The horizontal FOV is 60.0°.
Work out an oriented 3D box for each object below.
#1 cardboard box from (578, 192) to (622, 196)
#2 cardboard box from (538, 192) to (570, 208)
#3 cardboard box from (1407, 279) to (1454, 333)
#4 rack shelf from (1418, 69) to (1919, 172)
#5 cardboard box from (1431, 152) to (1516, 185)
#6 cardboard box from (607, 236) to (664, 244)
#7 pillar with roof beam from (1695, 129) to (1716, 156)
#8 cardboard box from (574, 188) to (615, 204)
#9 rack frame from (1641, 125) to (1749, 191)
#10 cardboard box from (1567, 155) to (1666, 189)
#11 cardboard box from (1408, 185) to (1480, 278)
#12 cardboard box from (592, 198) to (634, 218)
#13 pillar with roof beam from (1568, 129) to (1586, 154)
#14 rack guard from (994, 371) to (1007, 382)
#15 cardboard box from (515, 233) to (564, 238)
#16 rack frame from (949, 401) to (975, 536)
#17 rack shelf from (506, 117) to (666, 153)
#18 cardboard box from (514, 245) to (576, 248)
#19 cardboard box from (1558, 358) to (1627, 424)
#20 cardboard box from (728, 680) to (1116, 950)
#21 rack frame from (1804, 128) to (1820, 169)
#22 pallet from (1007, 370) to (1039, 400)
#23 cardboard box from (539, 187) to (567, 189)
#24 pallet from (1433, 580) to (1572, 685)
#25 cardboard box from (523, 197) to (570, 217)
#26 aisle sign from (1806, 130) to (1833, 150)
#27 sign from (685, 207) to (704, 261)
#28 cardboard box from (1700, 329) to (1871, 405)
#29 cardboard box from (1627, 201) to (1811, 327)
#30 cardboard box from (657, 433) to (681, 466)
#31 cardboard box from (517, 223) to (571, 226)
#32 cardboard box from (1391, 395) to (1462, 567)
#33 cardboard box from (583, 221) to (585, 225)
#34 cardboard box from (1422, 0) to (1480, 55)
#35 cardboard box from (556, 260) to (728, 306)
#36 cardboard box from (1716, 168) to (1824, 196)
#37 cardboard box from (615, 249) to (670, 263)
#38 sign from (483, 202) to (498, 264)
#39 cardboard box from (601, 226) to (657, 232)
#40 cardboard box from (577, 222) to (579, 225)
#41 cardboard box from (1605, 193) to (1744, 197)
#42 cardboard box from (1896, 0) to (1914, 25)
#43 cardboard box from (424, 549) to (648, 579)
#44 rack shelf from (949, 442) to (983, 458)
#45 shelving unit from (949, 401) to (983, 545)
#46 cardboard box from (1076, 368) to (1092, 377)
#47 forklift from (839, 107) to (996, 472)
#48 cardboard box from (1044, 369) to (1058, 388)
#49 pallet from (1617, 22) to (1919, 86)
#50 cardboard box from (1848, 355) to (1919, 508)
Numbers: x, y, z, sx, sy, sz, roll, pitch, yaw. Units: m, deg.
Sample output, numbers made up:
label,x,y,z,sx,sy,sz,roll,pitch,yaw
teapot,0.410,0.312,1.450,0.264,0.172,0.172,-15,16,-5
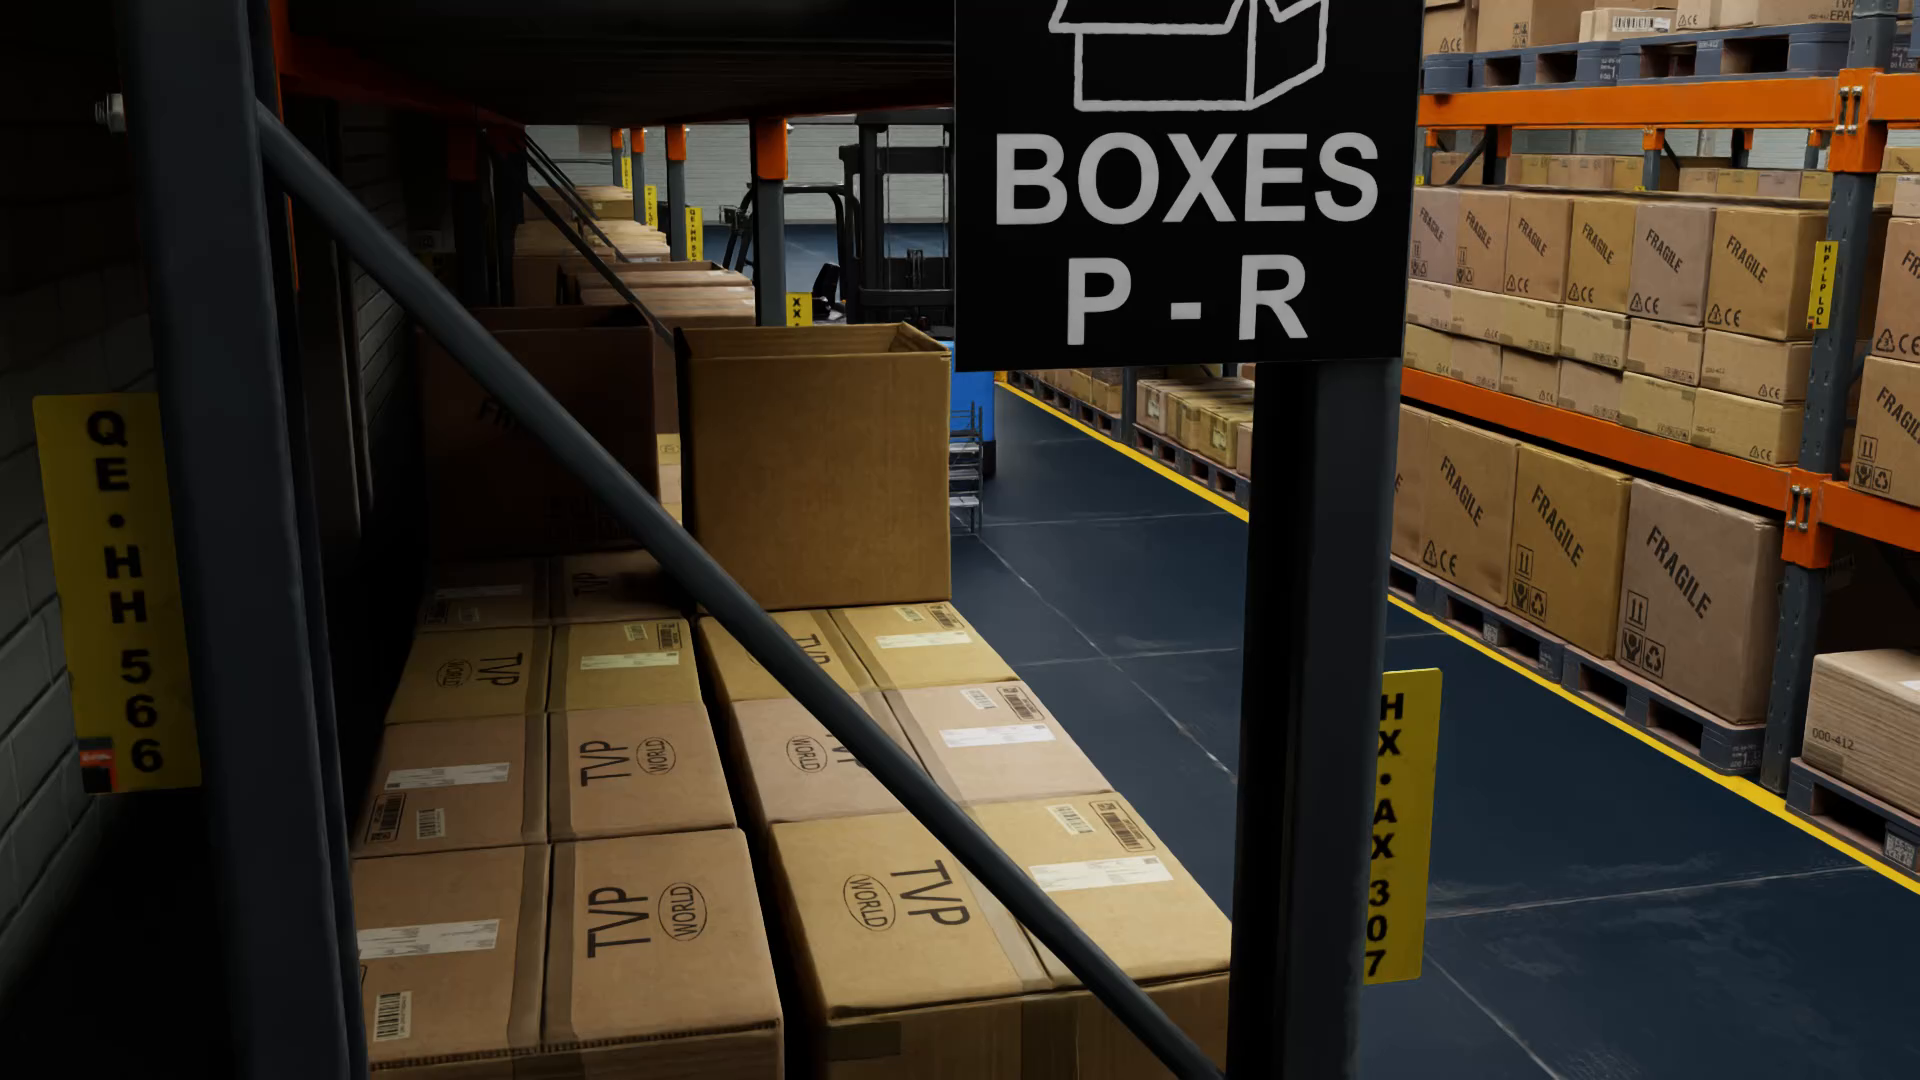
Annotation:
label,x,y,z,sx,sy,sz,roll,pitch,yaw
cardboard box,-3.099,-2.925,14.374,0.380,0.149,0.250,-3,14,-13
cardboard box,-3.600,-2.956,14.502,0.380,0.149,0.250,-3,14,-12
cardboard box,2.830,-1.308,9.225,0.500,0.250,0.500,-3,14,-12
rack shelf,3.301,-2.035,8.130,1.077,0.370,4.000,-3,14,-13
cardboard box,5.789,-4.043,18.563,0.875,0.550,0.550,-3,14,-13
cardboard box,-2.095,-1.862,10.649,0.380,0.149,0.250,-3,14,-12
pillar with roof beam,16.213,-12.712,43.999,9.100,9.000,0.548,-3,14,-13
cardboard box,-3.421,-3.218,15.575,0.380,0.149,0.250,-3,14,-13
rack frame,6.679,-2.610,15.291,1.000,3.000,0.127,-3,14,-13
cardboard box,6.384,-3.415,15.994,0.875,0.550,0.550,-3,14,-13
cardboard box,2.709,-1.795,9.638,0.500,0.500,0.500,-4,14,-15
cardboard box,-2.719,-2.632,13.175,0.380,0.149,0.250,-3,14,-12
pillar with roof beam,14.804,-14.096,49.665,9.100,9.000,0.548,-3,14,-13
rack guard,0.970,-2.002,18.069,1.175,0.500,0.348,-3,14,-13
cardboard box,-2.746,-1.950,11.011,0.380,0.149,0.250,-3,14,-13
rack frame,-0.022,-0.459,10.909,0.240,0.900,0.006,-3,14,-13
rack shelf,-2.463,-2.680,10.772,1.077,0.370,4.000,-3,14,-13
cardboard box,-2.438,-1.656,9.806,0.380,0.149,0.250,-3,14,-13
cardboard box,3.201,-0.717,7.858,0.500,0.250,0.500,-4,14,-15
cardboard box,-0.078,0.427,2.548,0.500,0.250,0.500,-3,14,-13
rack frame,10.585,-3.786,20.105,1.000,3.000,0.127,-3,14,-13
pallet,1.126,-1.672,17.328,1.003,0.211,1.213,-3,14,-13
cardboard box,-3.896,-3.253,15.717,0.380,0.149,0.250,-3,14,-12
pallet,3.226,0.433,8.709,1.003,0.211,1.213,-3,14,-13
cardboard box,-3.320,-2.659,13.285,0.380,0.149,0.250,-4,14,-15
aisle sign,10.279,-5.047,19.786,0.394,0.787,0.004,-3,14,-13
sign,-1.468,-1.667,9.158,0.100,0.325,0.005,-3,14,-13
cardboard box,3.430,-0.724,6.832,0.500,0.250,0.500,-3,14,-13
cardboard box,3.293,-1.208,7.234,0.500,0.500,0.500,-3,14,-12
cardboard box,-0.697,-0.156,4.934,0.500,0.250,0.500,-3,14,-12
cardboard box,-3.047,-2.239,12.196,0.380,0.149,0.250,-4,14,-15
cardboard box,2.912,-0.396,9.821,0.875,0.875,0.875,-3,14,-14
cardboard box,-2.902,-2.604,13.687,0.380,0.149,0.250,-3,14,-13
cardboard box,3.066,-3.021,9.550,0.797,0.503,0.637,-4,14,-17
cardboard box,-1.430,-0.999,7.592,0.797,0.503,0.637,-4,14,-14
cardboard box,6.924,-2.912,14.208,0.700,0.500,0.500,-4,14,-14
cardboard box,-1.782,-1.564,9.433,0.380,0.149,0.250,-3,14,-12
sign,-2.532,-1.642,8.886,0.100,0.325,0.005,-3,14,-13
cardboard box,-2.361,-2.160,11.869,0.380,0.149,0.250,-4,14,-15
cardboard box,-3.268,-2.668,15.315,0.500,0.500,0.500,-4,14,-14
cardboard box,3.557,-1.468,8.298,0.500,0.500,0.500,-4,14,-14
cardboard box,3.993,-2.196,6.675,0.396,0.266,0.258,-3,14,-14
cardboard box,-0.956,0.104,3.870,0.500,0.250,0.500,-3,14,-12
rack shelf,0.002,-0.578,10.778,0.258,0.077,0.200,-3,14,-13
shelving unit,0.002,-0.435,10.813,0.258,0.900,0.210,-3,14,-13
cardboard box,1.370,-1.782,15.231,0.500,0.500,0.500,-3,14,-12
forklift,-0.421,-2.215,13.819,1.130,2.935,3.031,-2,14,-7
cardboard box,1.126,-1.657,16.299,0.500,0.250,0.500,-2,14,-9
pallet,3.507,-2.039,7.034,0.805,0.209,1.217,-4,14,-15
cardboard box,3.626,-0.391,5.998,0.500,0.500,0.500,-3,14,-11
